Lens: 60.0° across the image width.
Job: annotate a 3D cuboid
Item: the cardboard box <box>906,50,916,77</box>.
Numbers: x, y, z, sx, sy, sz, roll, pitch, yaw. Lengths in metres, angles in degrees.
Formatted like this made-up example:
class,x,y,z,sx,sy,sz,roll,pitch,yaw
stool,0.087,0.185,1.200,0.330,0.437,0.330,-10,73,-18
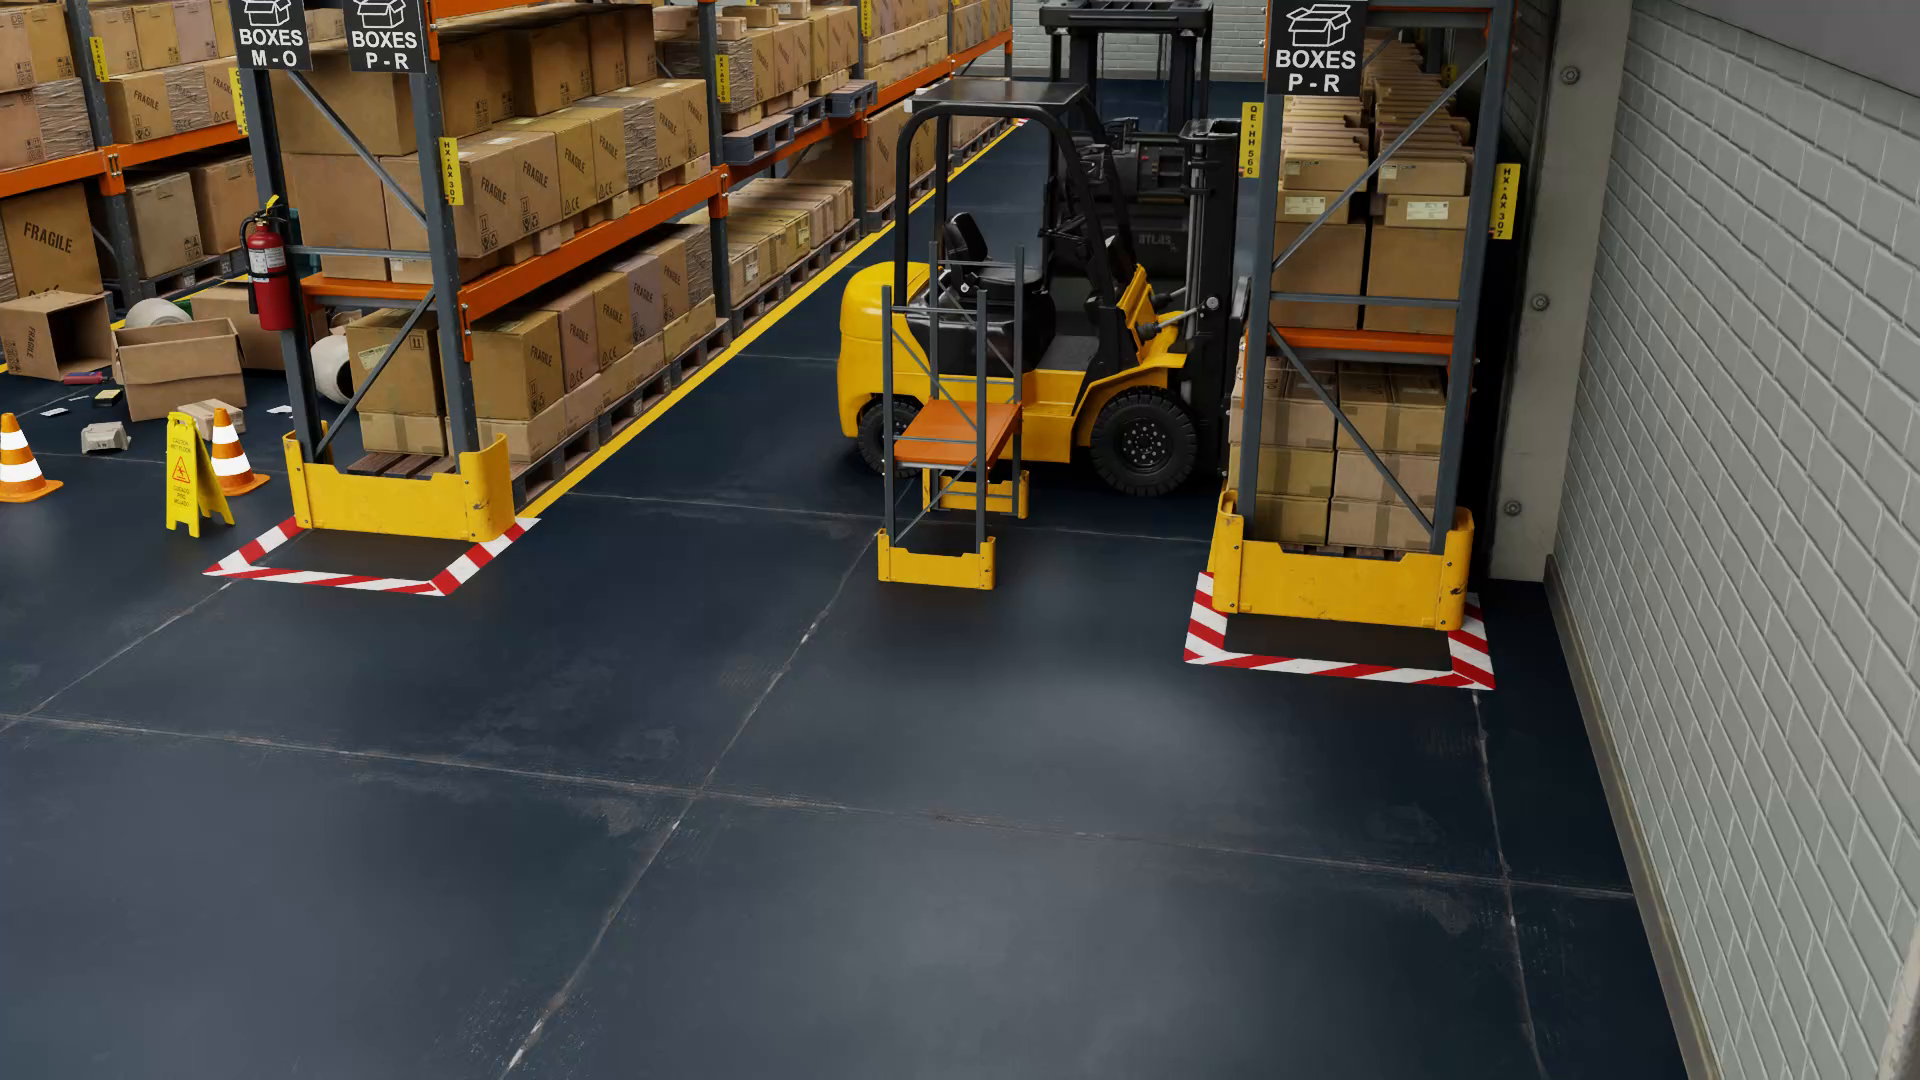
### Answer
class,x,y,z,sx,sy,sz,roll,pitch,yaw
cardboard box,-0.762,-5.031,17.531,0.500,0.250,0.500,4,22,11

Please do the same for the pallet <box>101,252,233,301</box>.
class,x,y,z,sx,sy,sz,roll,pitch,yaw
pallet,-7.005,-2.251,14.161,1.003,0.211,1.213,4,22,11

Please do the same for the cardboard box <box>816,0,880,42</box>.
class,x,y,z,sx,sy,sz,roll,pitch,yaw
cardboard box,-1.066,-5.051,15.908,0.500,0.500,0.500,4,22,9

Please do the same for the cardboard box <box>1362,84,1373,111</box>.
class,x,y,z,sx,sy,sz,roll,pitch,yaw
cardboard box,2.920,-2.999,11.282,0.380,0.149,0.250,4,22,10

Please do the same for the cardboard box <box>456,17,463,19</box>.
class,x,y,z,sx,sy,sz,roll,pitch,yaw
cardboard box,-5.665,-5.667,18.287,0.380,0.149,0.250,5,23,13

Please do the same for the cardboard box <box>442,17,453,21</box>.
class,x,y,z,sx,sy,sz,roll,pitch,yaw
cardboard box,-5.722,-5.709,17.991,0.380,0.149,0.250,5,23,13

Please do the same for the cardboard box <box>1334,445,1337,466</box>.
class,x,y,z,sx,sy,sz,roll,pitch,yaw
cardboard box,2.212,-0.568,8.698,0.500,0.250,0.500,4,22,10

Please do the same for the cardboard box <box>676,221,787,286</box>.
class,x,y,z,sx,sy,sz,roll,pitch,yaw
cardboard box,-1.974,-2.347,13.622,0.950,0.372,0.625,6,23,14

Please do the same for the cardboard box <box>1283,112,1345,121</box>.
class,x,y,z,sx,sy,sz,roll,pitch,yaw
cardboard box,1.851,-2.183,8.859,0.380,0.149,0.250,5,22,12

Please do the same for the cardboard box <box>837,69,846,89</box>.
class,x,y,z,sx,sy,sz,roll,pitch,yaw
cardboard box,-1.234,-4.121,14.844,0.380,0.149,0.250,4,22,10

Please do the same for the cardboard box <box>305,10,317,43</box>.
class,x,y,z,sx,sy,sz,roll,pitch,yaw
cardboard box,-6.476,-4.881,15.487,0.700,0.500,0.500,4,22,10

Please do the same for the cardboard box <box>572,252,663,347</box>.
class,x,y,z,sx,sy,sz,roll,pitch,yaw
cardboard box,-2.285,-1.574,10.861,0.500,0.500,0.500,6,23,14

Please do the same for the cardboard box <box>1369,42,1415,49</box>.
class,x,y,z,sx,sy,sz,roll,pitch,yaw
cardboard box,3.642,-4.111,14.044,0.380,0.149,0.250,5,22,12

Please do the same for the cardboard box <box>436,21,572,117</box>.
class,x,y,z,sx,sy,sz,roll,pitch,yaw
cardboard box,-2.796,-2.856,10.059,0.700,0.500,0.500,4,22,11

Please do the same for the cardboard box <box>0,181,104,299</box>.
class,x,y,z,sx,sy,sz,roll,pitch,yaw
cardboard box,-7.285,-2.241,12.686,0.875,0.875,0.875,5,22,12

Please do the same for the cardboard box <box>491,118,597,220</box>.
class,x,y,z,sx,sy,sz,roll,pitch,yaw
cardboard box,-2.465,-2.166,9.685,0.500,0.500,0.500,4,22,10

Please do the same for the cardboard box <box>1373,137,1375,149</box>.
class,x,y,z,sx,sy,sz,roll,pitch,yaw
cardboard box,2.565,-2.277,9.490,0.380,0.149,0.250,4,22,10

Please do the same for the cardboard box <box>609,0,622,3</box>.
class,x,y,z,sx,sy,sz,roll,pitch,yaw
cardboard box,-4.796,-7.090,21.911,0.500,0.500,0.500,6,23,14

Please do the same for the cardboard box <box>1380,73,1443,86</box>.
class,x,y,z,sx,sy,sz,roll,pitch,yaw
cardboard box,2.869,-2.885,10.601,0.380,0.149,0.250,5,22,11

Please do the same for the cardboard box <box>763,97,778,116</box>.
class,x,y,z,sx,sy,sz,roll,pitch,yaw
cardboard box,-1.664,-3.464,13.213,0.380,0.149,0.250,5,22,12

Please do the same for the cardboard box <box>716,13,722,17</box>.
class,x,y,z,sx,sy,sz,roll,pitch,yaw
cardboard box,-1.926,-4.226,14.237,0.500,0.500,0.500,5,22,12

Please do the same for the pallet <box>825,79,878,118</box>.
class,x,y,z,sx,sy,sz,roll,pitch,yaw
pallet,-1.447,-4.022,15.081,1.213,0.211,1.003,4,22,11

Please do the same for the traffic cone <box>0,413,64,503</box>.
class,x,y,z,sx,sy,sz,roll,pitch,yaw
traffic cone,-5.369,-0.493,9.457,0.336,0.463,0.334,4,22,11

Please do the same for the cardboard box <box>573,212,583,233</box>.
class,x,y,z,sx,sy,sz,roll,pitch,yaw
cardboard box,-2.483,-1.917,9.936,0.380,0.149,0.250,5,23,13

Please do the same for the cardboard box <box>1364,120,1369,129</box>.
class,x,y,z,sx,sy,sz,roll,pitch,yaw
cardboard box,2.811,-2.401,10.666,0.500,0.500,0.500,4,22,11

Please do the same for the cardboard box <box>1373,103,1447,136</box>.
class,x,y,z,sx,sy,sz,roll,pitch,yaw
cardboard box,2.493,-2.329,9.220,0.380,0.149,0.250,5,22,12

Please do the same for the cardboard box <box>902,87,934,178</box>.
class,x,y,z,sx,sy,sz,roll,pitch,yaw
cardboard box,-0.815,-4.488,18.263,0.875,0.875,0.875,5,22,12

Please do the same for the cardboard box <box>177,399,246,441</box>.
class,x,y,z,sx,sy,sz,roll,pitch,yaw
cardboard box,-4.749,-0.764,10.552,0.380,0.149,0.250,18,28,38

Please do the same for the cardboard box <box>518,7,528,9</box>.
class,x,y,z,sx,sy,sz,roll,pitch,yaw
cardboard box,-5.344,-6.238,19.704,0.380,0.149,0.250,5,23,13

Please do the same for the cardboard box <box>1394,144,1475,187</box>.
class,x,y,z,sx,sy,sz,roll,pitch,yaw
cardboard box,2.215,-1.761,7.810,0.380,0.149,0.250,5,23,13

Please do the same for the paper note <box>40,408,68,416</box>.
class,x,y,z,sx,sy,sz,roll,pitch,yaw
paper note,-5.931,-0.845,10.912,0.144,0.017,0.142,13,25,29

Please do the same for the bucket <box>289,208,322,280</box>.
class,x,y,z,sx,sy,sz,roll,pitch,yaw
bucket,-4.859,-2.218,12.693,0.726,0.611,0.620,13,15,29

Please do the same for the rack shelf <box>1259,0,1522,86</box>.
class,x,y,z,sx,sy,sz,roll,pitch,yaw
rack shelf,2.230,-2.866,8.902,1.077,0.370,4.000,4,22,11

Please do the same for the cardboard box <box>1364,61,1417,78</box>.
class,x,y,z,sx,sy,sz,roll,pitch,yaw
cardboard box,3.276,-3.553,12.658,0.380,0.149,0.250,5,22,11

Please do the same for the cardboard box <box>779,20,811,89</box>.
class,x,y,z,sx,sy,sz,roll,pitch,yaw
cardboard box,-1.535,-3.997,13.668,0.500,0.500,0.500,4,22,9

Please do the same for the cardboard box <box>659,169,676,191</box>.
class,x,y,z,sx,sy,sz,roll,pitch,yaw
cardboard box,-2.163,-2.478,11.327,0.380,0.149,0.250,5,22,11

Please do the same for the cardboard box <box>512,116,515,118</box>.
class,x,y,z,sx,sy,sz,roll,pitch,yaw
cardboard box,-2.863,-2.407,10.282,0.500,0.500,0.500,5,22,12

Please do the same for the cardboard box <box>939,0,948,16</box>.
class,x,y,z,sx,sy,sz,roll,pitch,yaw
cardboard box,-0.435,-6.170,18.686,0.500,0.500,0.500,5,23,13

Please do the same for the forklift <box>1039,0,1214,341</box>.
class,x,y,z,sx,sy,sz,roll,pitch,yaw
forklift,1.117,-2.582,11.341,1.130,2.935,3.031,4,22,9

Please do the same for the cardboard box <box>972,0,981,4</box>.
class,x,y,z,sx,sy,sz,roll,pitch,yaw
cardboard box,-0.031,-6.879,20.446,0.500,0.500,0.500,5,22,12

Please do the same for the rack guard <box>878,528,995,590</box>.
class,x,y,z,sx,sy,sz,roll,pitch,yaw
rack guard,-0.117,0.094,8.285,0.587,0.250,0.087,4,22,11

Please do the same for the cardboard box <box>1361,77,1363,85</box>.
class,x,y,z,sx,sy,sz,roll,pitch,yaw
cardboard box,2.335,-2.827,10.457,0.380,0.149,0.250,5,22,12

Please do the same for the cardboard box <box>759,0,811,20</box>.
class,x,y,z,sx,sy,sz,roll,pitch,yaw
cardboard box,-1.464,-4.440,13.899,0.380,0.149,0.250,3,22,8

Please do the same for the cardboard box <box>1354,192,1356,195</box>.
class,x,y,z,sx,sy,sz,roll,pitch,yaw
cardboard box,1.816,-1.848,8.424,0.380,0.149,0.250,4,22,11

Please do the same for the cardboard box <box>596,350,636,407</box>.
class,x,y,z,sx,sy,sz,roll,pitch,yaw
cardboard box,-2.392,-1.033,10.523,0.500,0.250,0.500,6,23,15

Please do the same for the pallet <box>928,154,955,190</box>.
class,x,y,z,sx,sy,sz,roll,pitch,yaw
pallet,-0.673,-4.261,19.150,1.003,0.211,1.213,4,22,11

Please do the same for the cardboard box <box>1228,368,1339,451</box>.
class,x,y,z,sx,sy,sz,roll,pitch,yaw
cardboard box,1.610,-0.652,8.237,0.500,0.250,0.500,5,23,13

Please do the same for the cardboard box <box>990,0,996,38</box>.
class,x,y,z,sx,sy,sz,roll,pitch,yaw
cardboard box,0.175,-6.784,21.548,0.500,0.500,0.500,5,22,12

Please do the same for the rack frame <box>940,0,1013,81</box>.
class,x,y,z,sx,sy,sz,roll,pitch,yaw
rack frame,0.227,-7.305,22.977,1.000,3.000,0.127,4,22,11

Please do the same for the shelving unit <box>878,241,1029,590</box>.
class,x,y,z,sx,sy,sz,roll,pitch,yaw
shelving unit,-0.016,-0.668,8.504,0.587,1.500,1.083,4,22,11

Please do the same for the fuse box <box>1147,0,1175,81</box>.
class,x,y,z,sx,sy,sz,roll,pitch,yaw
fuse box,3.381,-8.558,27.812,0.539,1.711,0.414,4,22,11

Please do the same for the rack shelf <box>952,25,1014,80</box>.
class,x,y,z,sx,sy,sz,roll,pitch,yaw
rack shelf,-0.182,-6.240,21.295,1.077,0.370,4.000,4,22,11

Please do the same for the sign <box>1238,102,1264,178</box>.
class,x,y,z,sx,sy,sz,roll,pitch,yaw
sign,1.293,-1.770,7.366,0.100,0.325,0.005,4,22,11

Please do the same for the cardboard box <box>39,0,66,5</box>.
class,x,y,z,sx,sy,sz,roll,pitch,yaw
cardboard box,-10.676,-6.396,19.244,0.797,0.503,0.637,5,23,13

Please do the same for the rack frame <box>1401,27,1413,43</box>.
class,x,y,z,sx,sy,sz,roll,pitch,yaw
rack frame,3.454,-4.002,14.776,1.000,3.000,0.127,4,22,11

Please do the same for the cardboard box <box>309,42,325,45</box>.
class,x,y,z,sx,sy,sz,roll,pitch,yaw
cardboard box,-6.205,-4.399,15.626,0.500,0.500,0.500,4,22,11

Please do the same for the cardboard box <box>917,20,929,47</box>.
class,x,y,z,sx,sy,sz,roll,pitch,yaw
cardboard box,-0.636,-5.451,17.906,0.500,0.250,0.500,5,22,12

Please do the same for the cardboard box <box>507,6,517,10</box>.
class,x,y,z,sx,sy,sz,roll,pitch,yaw
cardboard box,-5.401,-6.277,19.401,0.380,0.149,0.250,4,22,9
